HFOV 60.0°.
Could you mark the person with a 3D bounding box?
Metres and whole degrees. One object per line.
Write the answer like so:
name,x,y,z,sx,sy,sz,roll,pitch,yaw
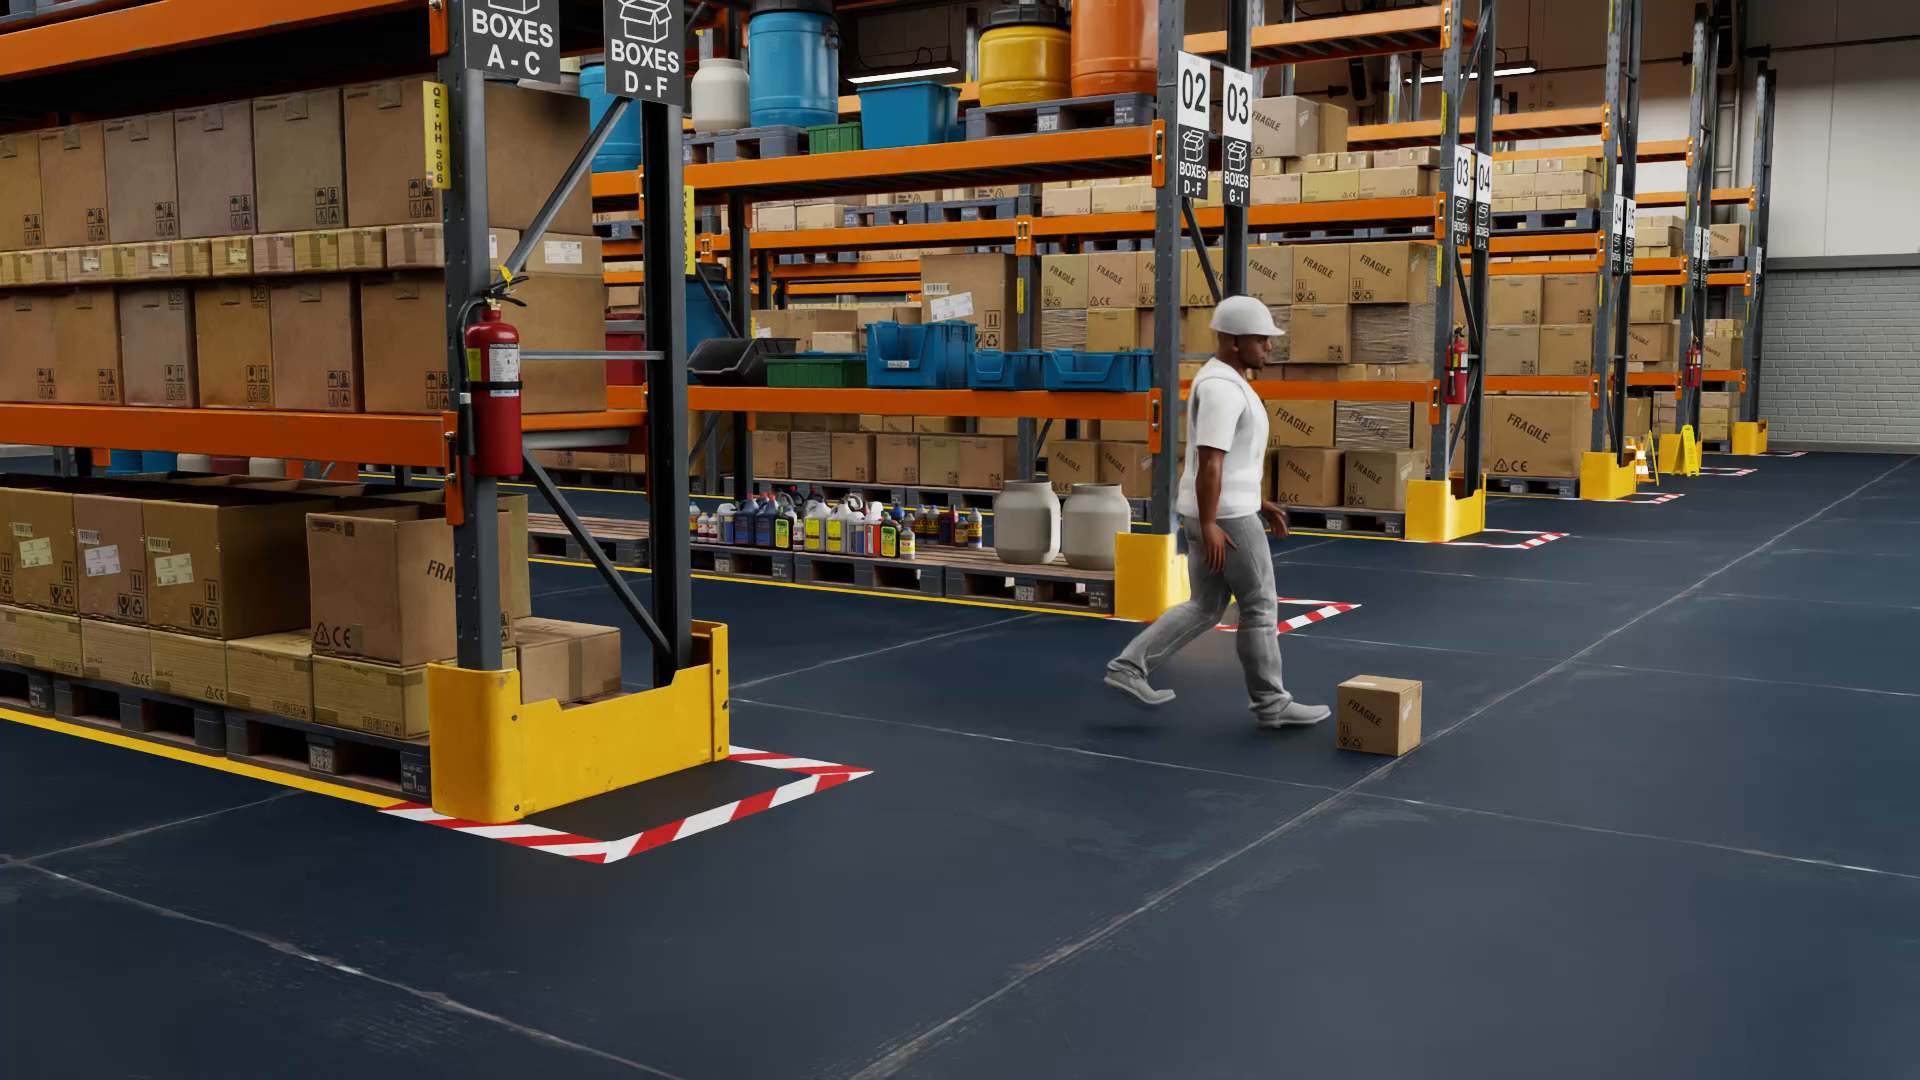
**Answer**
person,1.051,-0.104,6.701,0.928,1.741,0.574,0,6,-3
